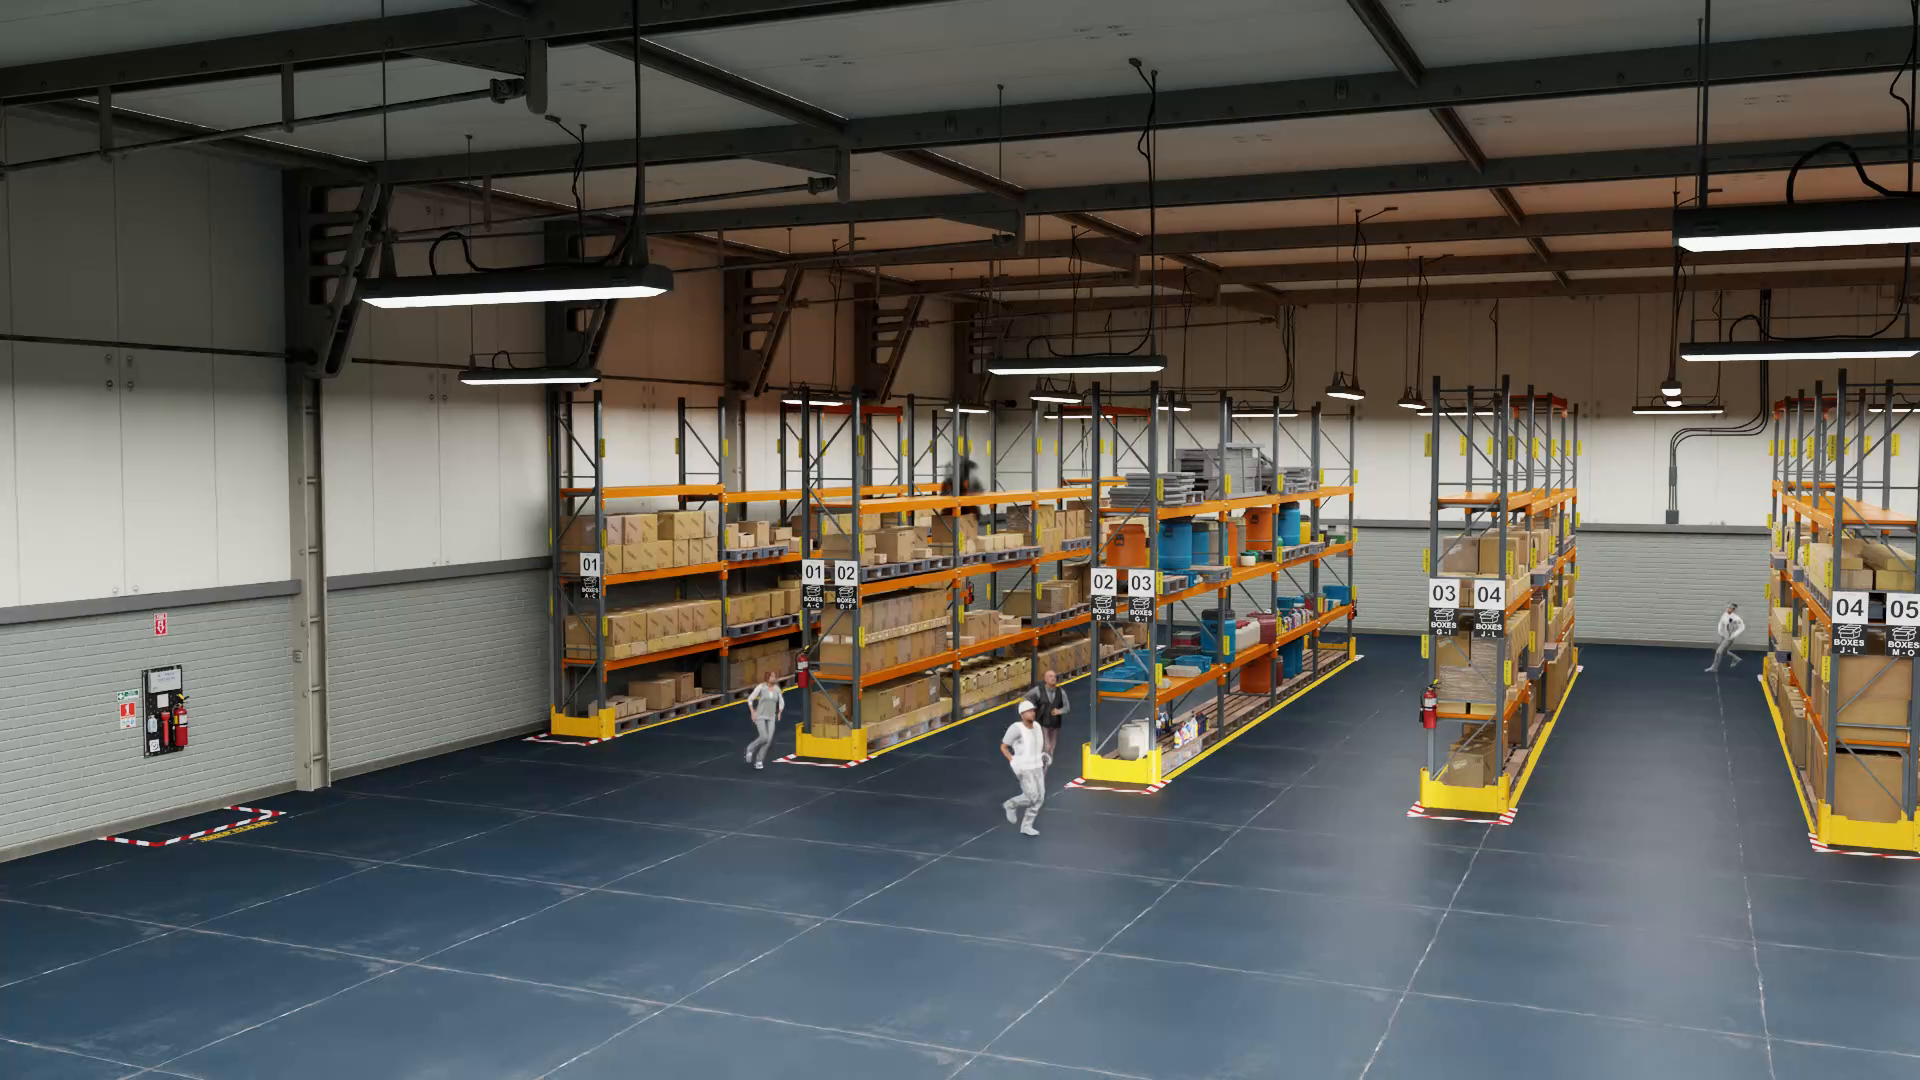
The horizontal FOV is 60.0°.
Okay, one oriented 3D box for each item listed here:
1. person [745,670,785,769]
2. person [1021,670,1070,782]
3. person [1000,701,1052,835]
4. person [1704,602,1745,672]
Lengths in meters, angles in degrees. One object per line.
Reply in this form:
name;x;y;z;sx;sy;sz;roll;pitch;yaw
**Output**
person;-3.021;2.795;26.036;0.584;1.533;0.510;-2;4;-32
person;1.300;2.788;24.663;0.668;1.701;0.696;-1;3;-22
person;0.873;2.947;21.529;0.686;1.733;0.599;-3;4;-44
person;17.128;2.158;36.955;0.851;1.608;0.675;-1;3;-14
